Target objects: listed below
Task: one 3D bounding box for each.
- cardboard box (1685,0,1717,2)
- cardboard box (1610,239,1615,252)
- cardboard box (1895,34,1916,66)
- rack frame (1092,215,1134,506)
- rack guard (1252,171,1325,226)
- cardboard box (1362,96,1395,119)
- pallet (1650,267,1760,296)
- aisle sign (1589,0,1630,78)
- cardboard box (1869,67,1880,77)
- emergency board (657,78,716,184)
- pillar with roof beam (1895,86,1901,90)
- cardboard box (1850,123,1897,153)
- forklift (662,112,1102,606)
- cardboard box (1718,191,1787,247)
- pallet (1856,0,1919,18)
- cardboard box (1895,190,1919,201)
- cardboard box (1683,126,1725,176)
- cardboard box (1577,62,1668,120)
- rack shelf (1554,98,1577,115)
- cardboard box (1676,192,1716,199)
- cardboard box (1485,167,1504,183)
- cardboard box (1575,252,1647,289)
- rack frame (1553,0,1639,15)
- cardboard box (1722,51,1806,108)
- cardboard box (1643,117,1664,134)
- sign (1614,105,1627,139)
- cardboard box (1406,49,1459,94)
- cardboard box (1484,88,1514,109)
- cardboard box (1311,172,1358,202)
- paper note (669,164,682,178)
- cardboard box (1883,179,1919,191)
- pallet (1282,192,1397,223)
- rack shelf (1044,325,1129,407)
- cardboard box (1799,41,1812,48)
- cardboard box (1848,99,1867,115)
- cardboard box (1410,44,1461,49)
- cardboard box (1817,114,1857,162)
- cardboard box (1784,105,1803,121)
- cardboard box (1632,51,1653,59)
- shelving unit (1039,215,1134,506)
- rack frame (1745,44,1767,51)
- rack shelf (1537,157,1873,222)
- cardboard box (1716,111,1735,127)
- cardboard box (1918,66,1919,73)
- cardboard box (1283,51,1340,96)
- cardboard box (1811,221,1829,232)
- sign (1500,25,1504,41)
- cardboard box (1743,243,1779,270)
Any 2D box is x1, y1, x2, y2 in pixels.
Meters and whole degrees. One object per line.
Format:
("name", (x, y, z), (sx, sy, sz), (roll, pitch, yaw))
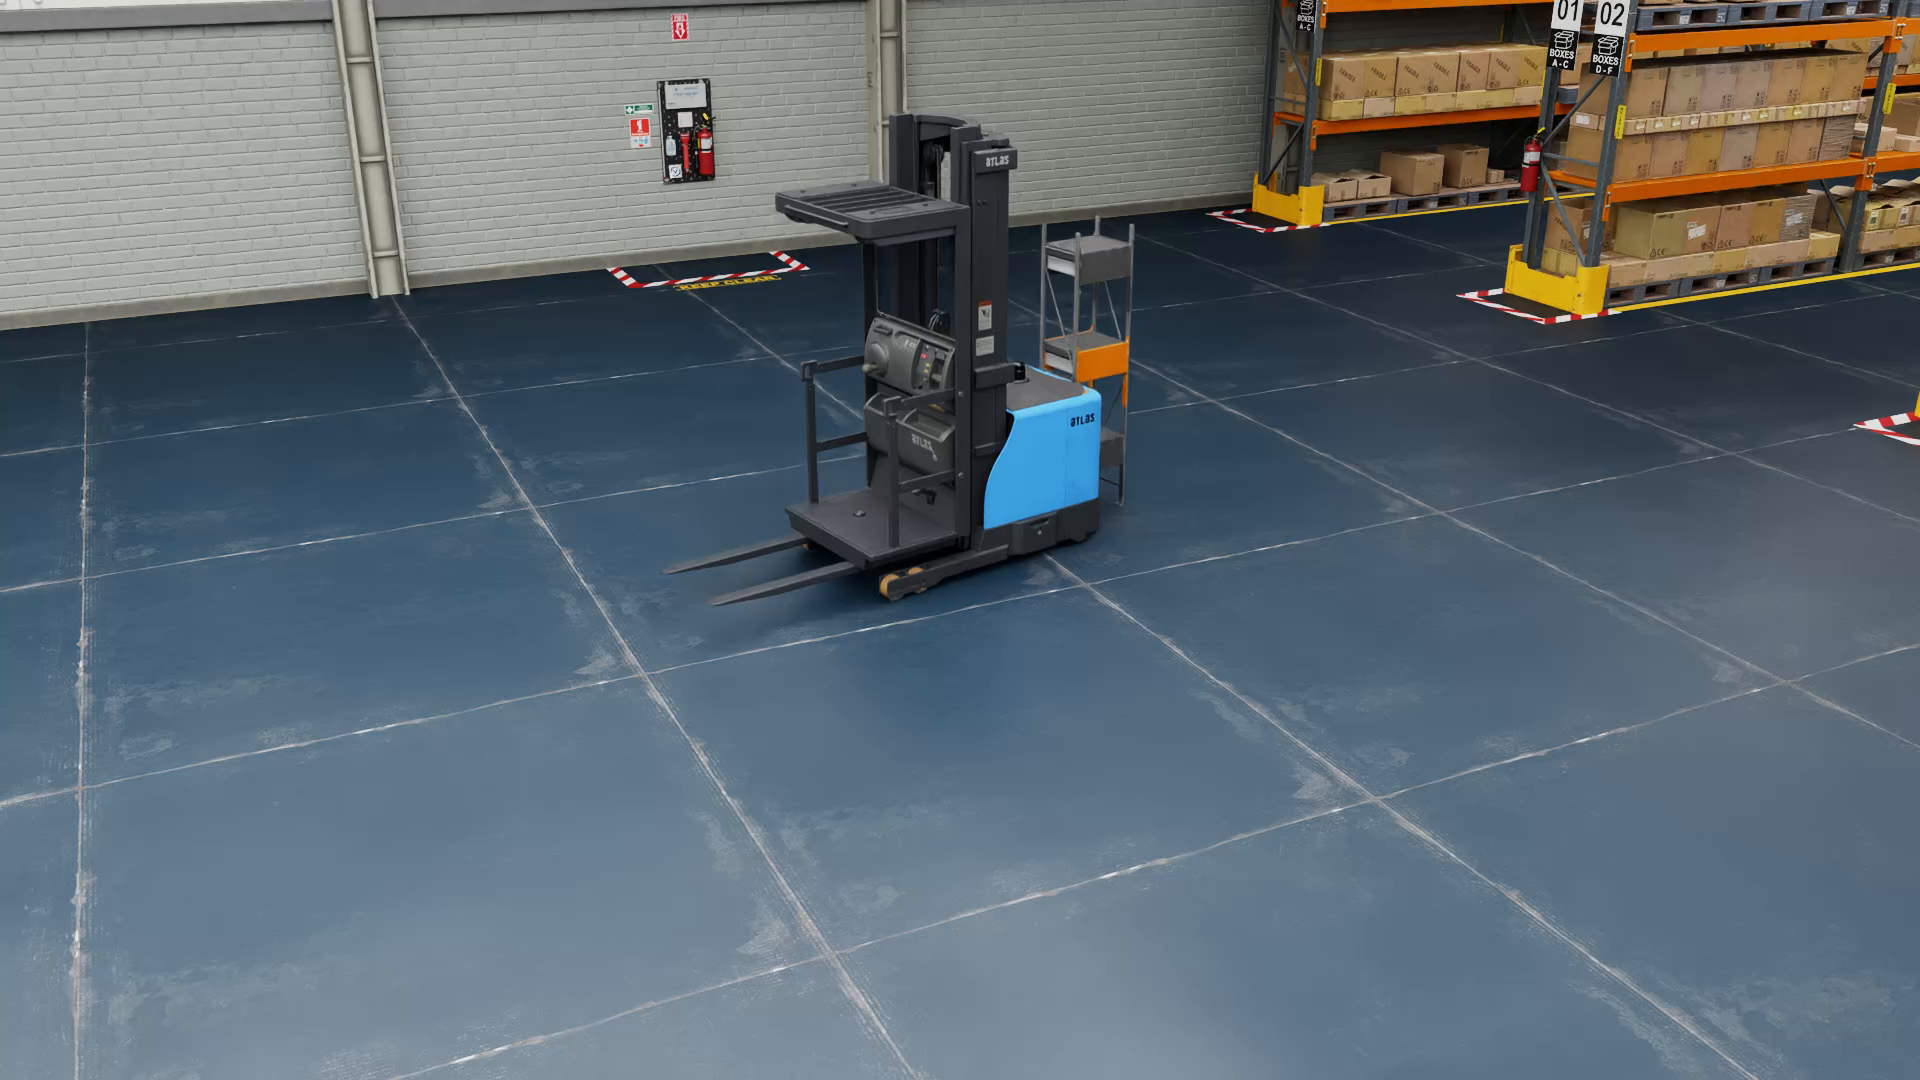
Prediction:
("cardboard box", (7.563, -5.636, 17.118), (0.250, 0.149, 0.380), (-10, 25, -24))
("cardboard box", (7.227, -3.174, 18.542), (0.500, 0.250, 0.500), (-10, 25, -24))
("cardboard box", (14.326, -7.611, 25.670), (0.500, 0.500, 0.500), (-10, 25, -23))
("rack frame", (1.089, -1.283, 12.105), (0.015, 2.100, 0.400), (-16, 27, -33))
("rack guard", (4.344, -4.537, 22.057), (0.348, 0.500, 1.175), (-10, 25, -24))
("cardboard box", (5.314, -5.682, 21.724), (0.500, 0.250, 0.500), (-11, 25, -25))
("pallet", (8.196, -3.027, 18.786), (1.213, 0.211, 1.003), (-10, 25, -24))
("aisle sign", (6.501, -5.058, 16.647), (0.004, 0.787, 0.394), (-10, 25, -24))
("cardboard box", (13.974, -7.250, 25.646), (0.250, 0.149, 0.380), (-10, 25, -24))
("emergency board", (-3.119, -4.702, 19.186), (0.643, 1.169, 0.194), (-10, 25, -24))
("pillar with roof beam", (17.210, -9.372, 22.626), (0.400, 9.000, 9.100), (-10, 25, -24))
("cardboard box", (10.456, -4.664, 19.291), (0.500, 0.250, 0.500), (-9, 24, -20))
("forklift", (-0.501, -1.192, 10.797), (3.031, 2.935, 1.130), (-16, 27, -33))
("cardboard box", (8.804, -3.591, 18.569), (0.500, 0.500, 0.500), (-10, 25, -24))
("pallet", (10.820, -6.085, 18.856), (1.217, 0.209, 0.805), (-12, 25, -26))
("cardboard box", (11.431, -3.969, 19.730), (0.500, 0.311, 0.500), (-11, 25, -25))
("cardboard box", (7.774, -4.261, 17.992), (0.500, 0.500, 0.700), (-10, 25, -23))
("cardboard box", (6.901, -4.700, 17.356), (0.500, 0.500, 0.700), (-10, 25, -23))
("rack shelf", (9.681, -6.342, 24.090), (4.000, 0.370, 1.077), (-10, 25, -24))
("cardboard box", (8.127, -3.688, 18.803), (0.500, 0.500, 0.500), (-10, 25, -24))
("cardboard box", (7.410, -5.138, 23.370), (0.250, 0.166, 0.380), (-14, 26, -30))
("cardboard box", (7.007, -2.909, 17.901), (0.500, 0.250, 0.500), (-10, 25, -24))
("rack frame", (6.427, -6.745, 16.278), (0.127, 3.000, 1.000), (-10, 25, -24))
("cardboard box", (8.728, -5.039, 18.175), (0.500, 0.500, 0.700), (-10, 25, -24))
("cardboard box", (7.111, -4.354, 17.369), (0.250, 0.149, 0.380), (-11, 25, -25))
("sign", (6.662, -4.217, 16.780), (0.005, 0.325, 0.100), (-10, 25, -24))
("cardboard box", (6.214, -6.193, 21.979), (0.500, 0.500, 0.500), (-10, 24, -22))
("cardboard box", (7.131, -6.020, 22.541), (0.500, 0.250, 0.500), (-10, 25, -23))
("cardboard box", (4.938, -4.724, 22.181), (0.500, 0.311, 0.500), (-14, 26, -30))
("paper note", (-3.308, -4.289, 19.341), (0.142, 0.148, 0.016), (-10, 25, -24))
("cardboard box", (11.643, -4.238, 20.378), (0.500, 0.311, 0.500), (-11, 25, -24))
("pallet", (5.091, -4.526, 22.408), (1.213, 0.211, 1.003), (-10, 25, -24))
("rack shelf", (0.892, -1.216, 11.977), (0.480, 0.518, 0.431), (-16, 27, -33))
("cardboard box", (12.508, -7.275, 24.858), (0.500, 0.500, 0.500), (-10, 24, -22))
("cardboard box", (9.879, -4.863, 18.598), (0.250, 0.149, 0.380), (-10, 25, -24))
("cardboard box", (6.446, -6.458, 22.619), (0.500, 0.500, 0.500), (-10, 24, -22))
("cardboard box", (9.634, -4.607, 18.826), (0.500, 0.500, 0.700), (-11, 25, -25))
("cardboard box", (8.961, -4.695, 18.192), (0.250, 0.149, 0.380), (-11, 25, -24))
("cardboard box", (9.439, -6.875, 23.731), (0.500, 0.500, 0.700), (-7, 23, -16))
("shelving unit", (0.892, -1.228, 11.972), (0.503, 2.100, 0.431), (-16, 27, -33))
("rack frame", (11.484, -7.006, 24.754), (0.127, 3.000, 1.000), (-10, 25, -24))
("rack shelf", (8.229, -3.972, 18.365), (4.000, 0.370, 1.077), (-10, 25, -24))
("cardboard box", (8.033, -4.524, 17.778), (0.250, 0.149, 0.380), (-11, 25, -24))
("cardboard box", (14.906, -7.409, 26.030), (0.250, 0.149, 0.380), (-10, 25, -23))
("cardboard box", (4.608, -6.117, 21.796), (0.500, 0.500, 0.500), (-11, 25, -24))
("cardboard box", (10.279, -3.729, 19.882), (0.500, 0.250, 0.500), (-11, 25, -24))
("sign", (7.635, -7.069, 23.390), (0.005, 0.325, 0.100), (-10, 25, -24))
("cardboard box", (8.809, -3.240, 18.702), (0.500, 0.250, 0.500), (-10, 25, -24))
